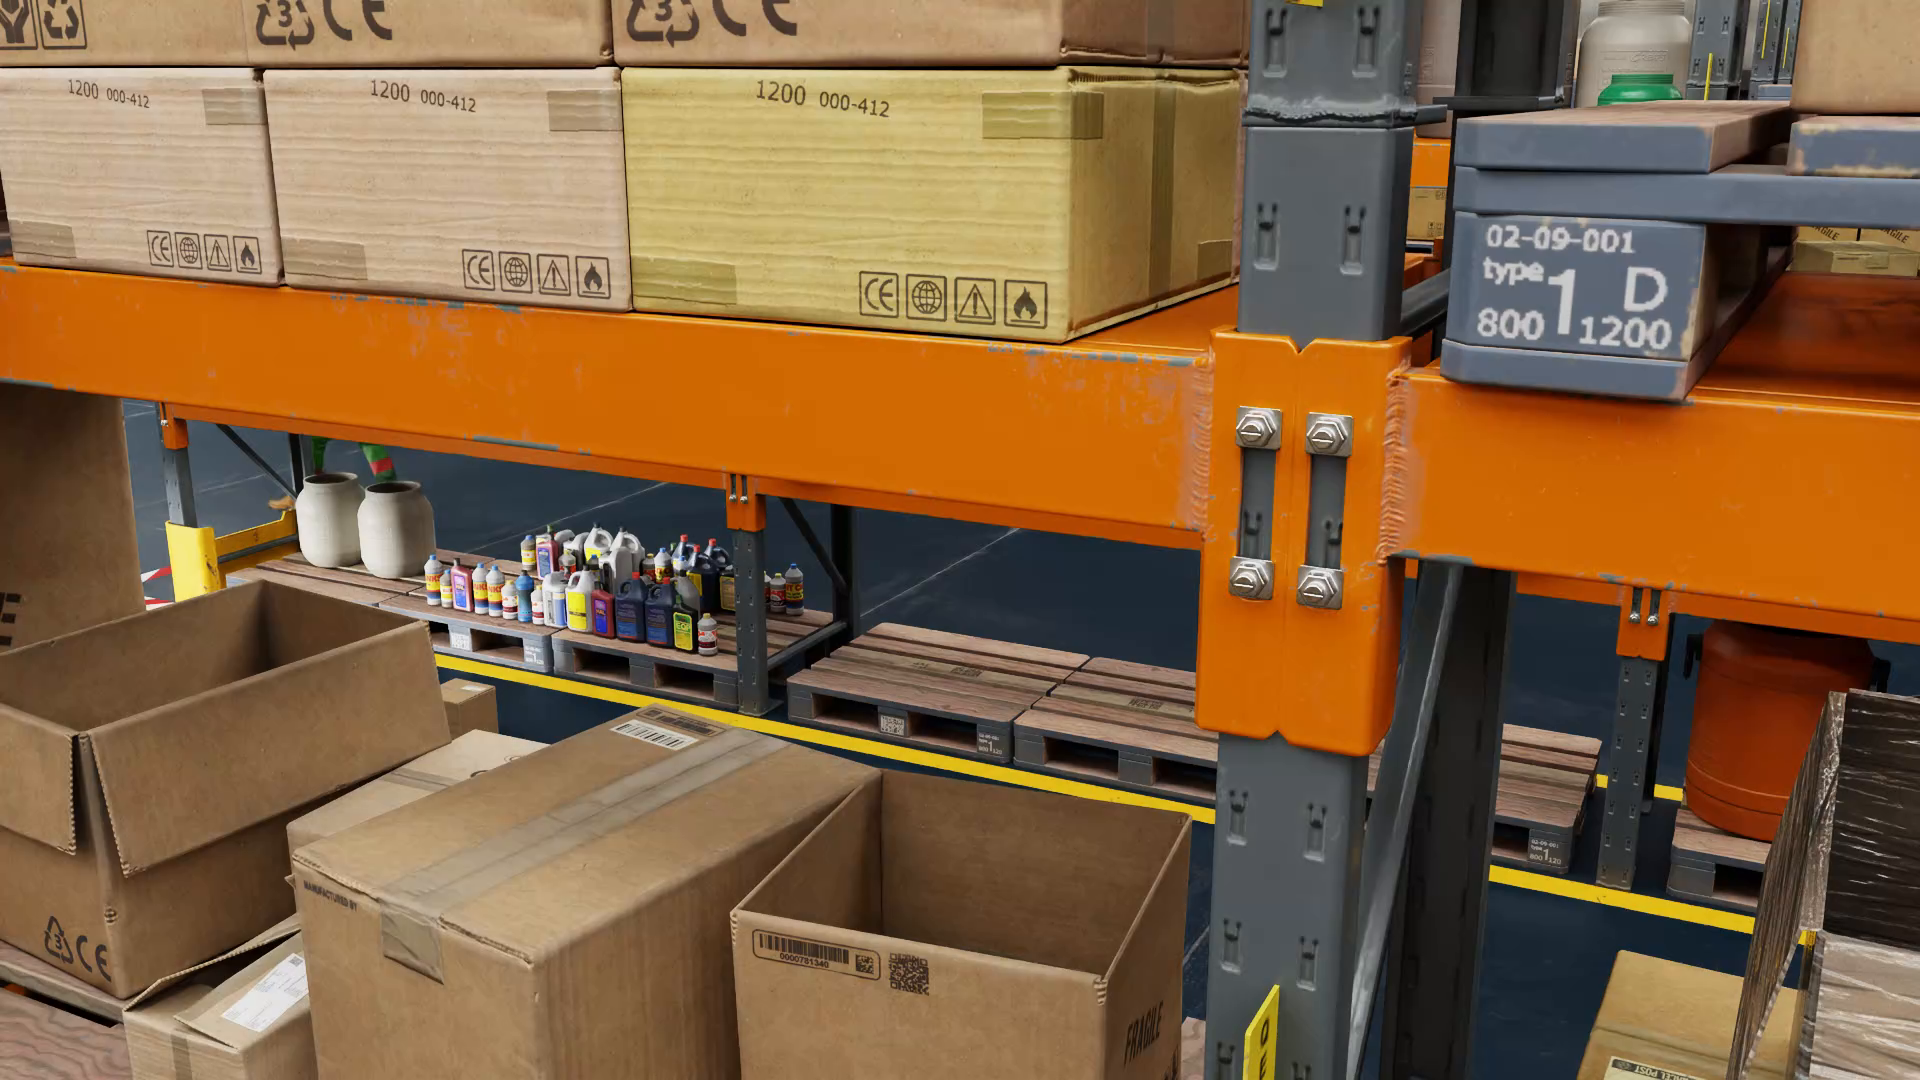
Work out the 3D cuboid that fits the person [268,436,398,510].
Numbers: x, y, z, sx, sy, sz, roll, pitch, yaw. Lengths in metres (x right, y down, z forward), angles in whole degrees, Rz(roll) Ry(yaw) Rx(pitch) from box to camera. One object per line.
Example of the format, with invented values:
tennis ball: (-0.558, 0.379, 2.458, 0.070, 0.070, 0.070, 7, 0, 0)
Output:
person: (-4.476, -1.064, 11.739, 0.959, 1.730, 0.611, 5, 16, 18)
